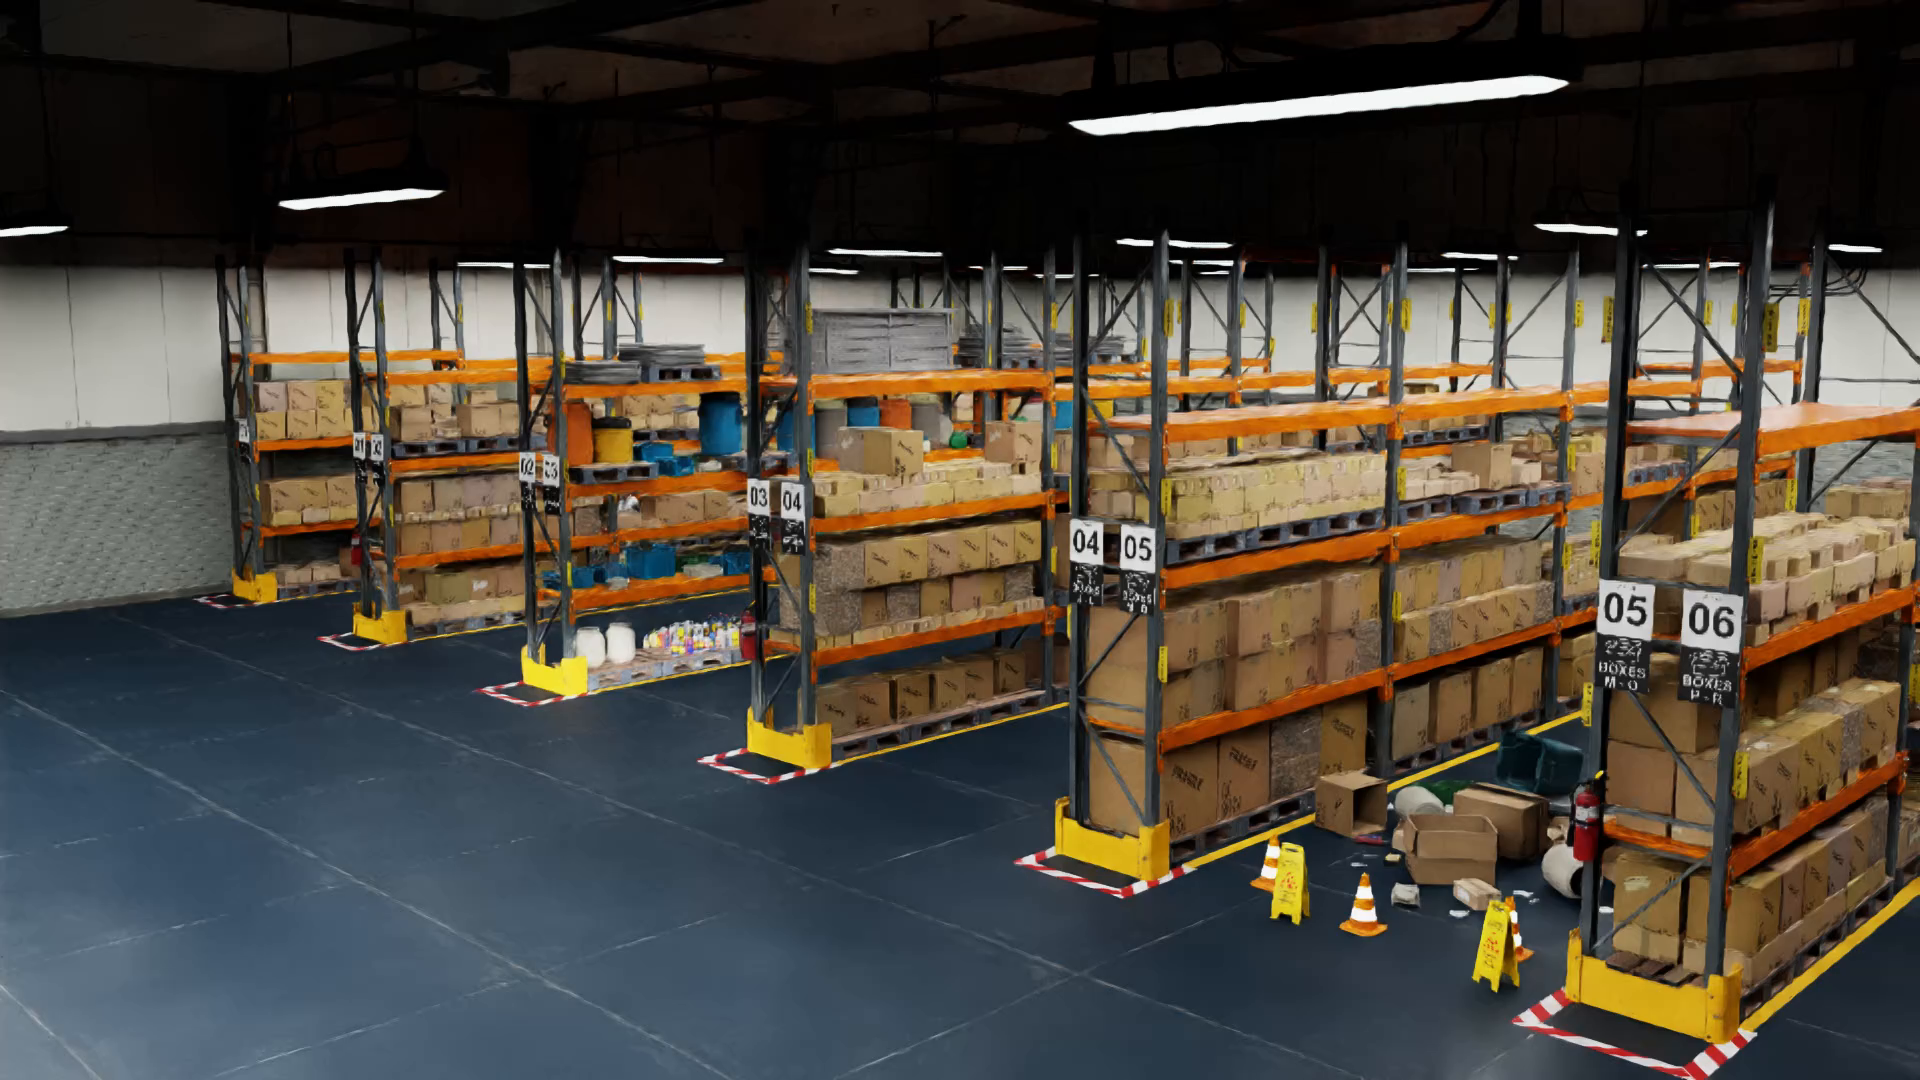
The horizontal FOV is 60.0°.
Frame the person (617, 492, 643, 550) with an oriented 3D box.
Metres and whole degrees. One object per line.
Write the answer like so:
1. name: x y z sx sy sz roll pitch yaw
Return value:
1. person: -6.465 -0.283 32.431 0.538 1.715 1.026 6 10 36
